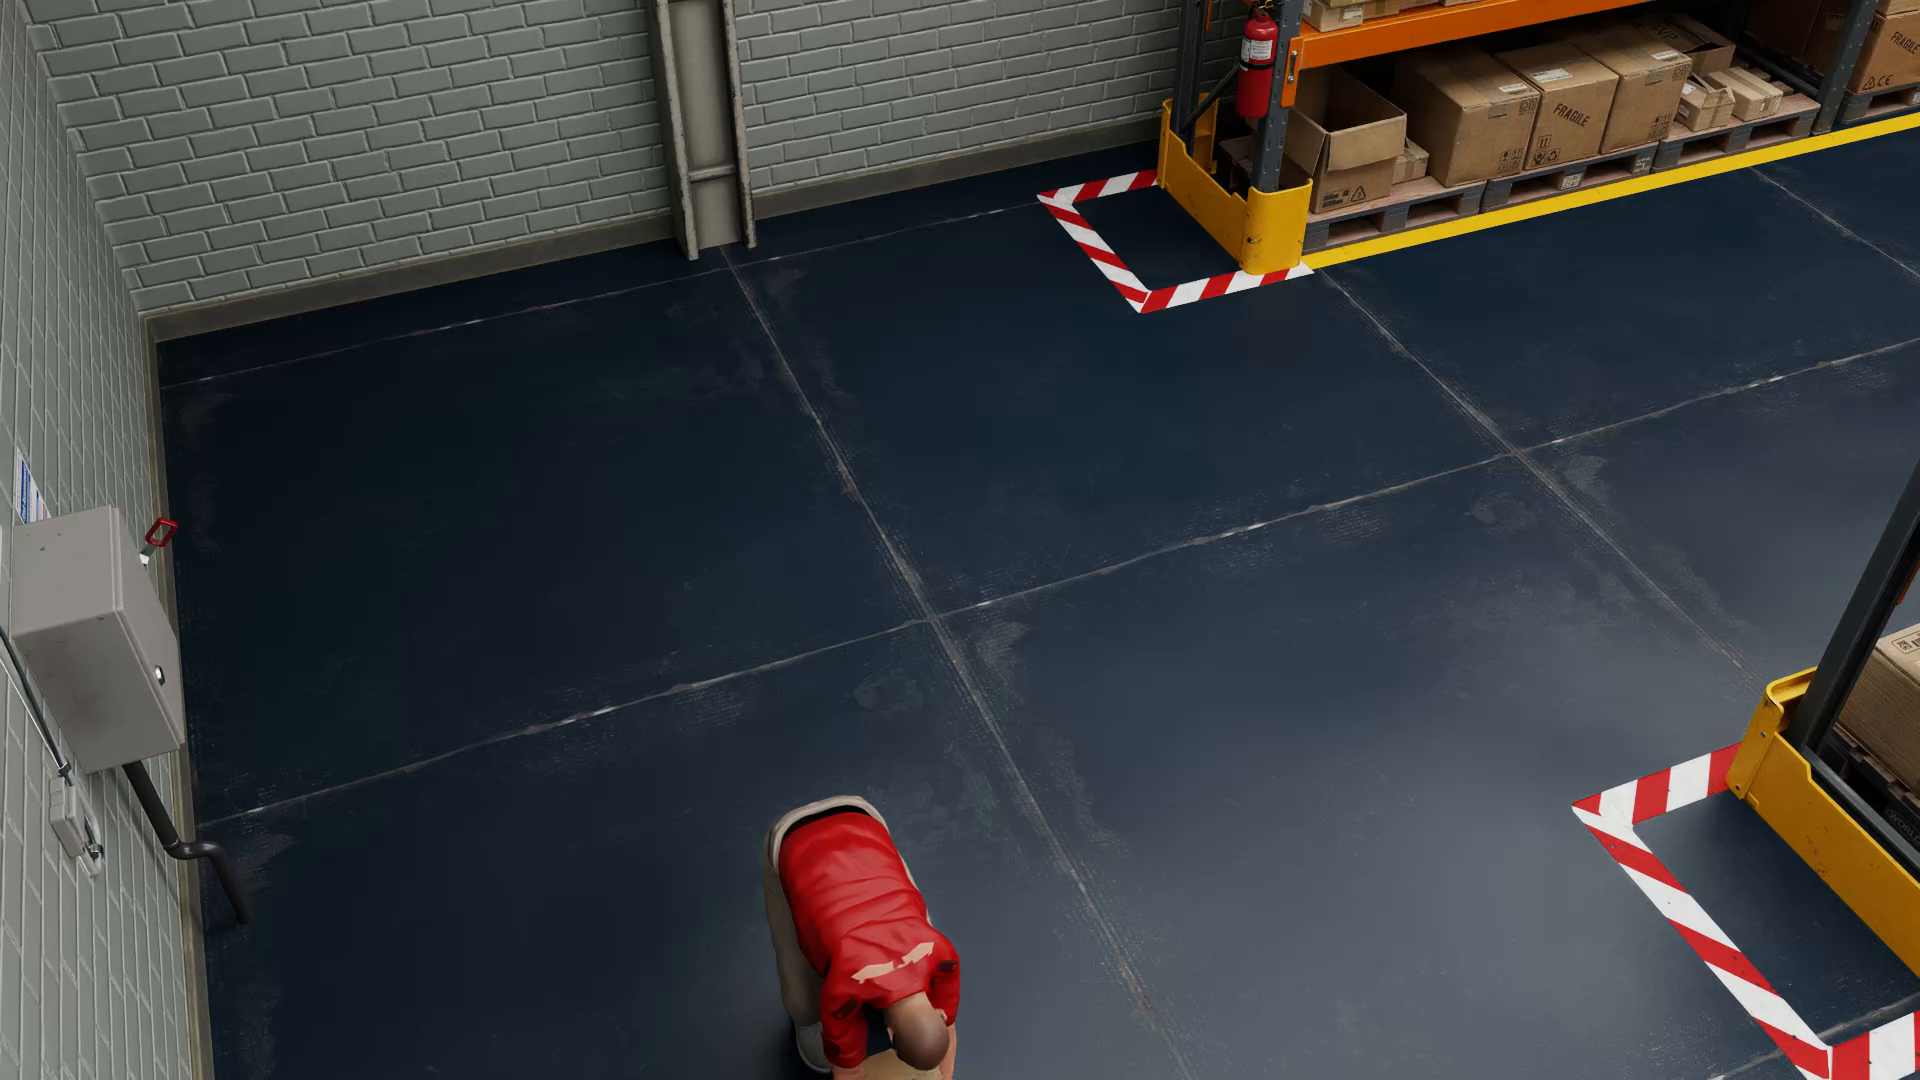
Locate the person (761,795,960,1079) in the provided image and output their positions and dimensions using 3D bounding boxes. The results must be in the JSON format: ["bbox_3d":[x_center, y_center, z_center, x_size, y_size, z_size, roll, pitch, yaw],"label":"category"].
[{"bbox_3d":[-0.280,1.379,5.181,0.529,0.976,0.958,-17,44,-19],"label":"person"}]
